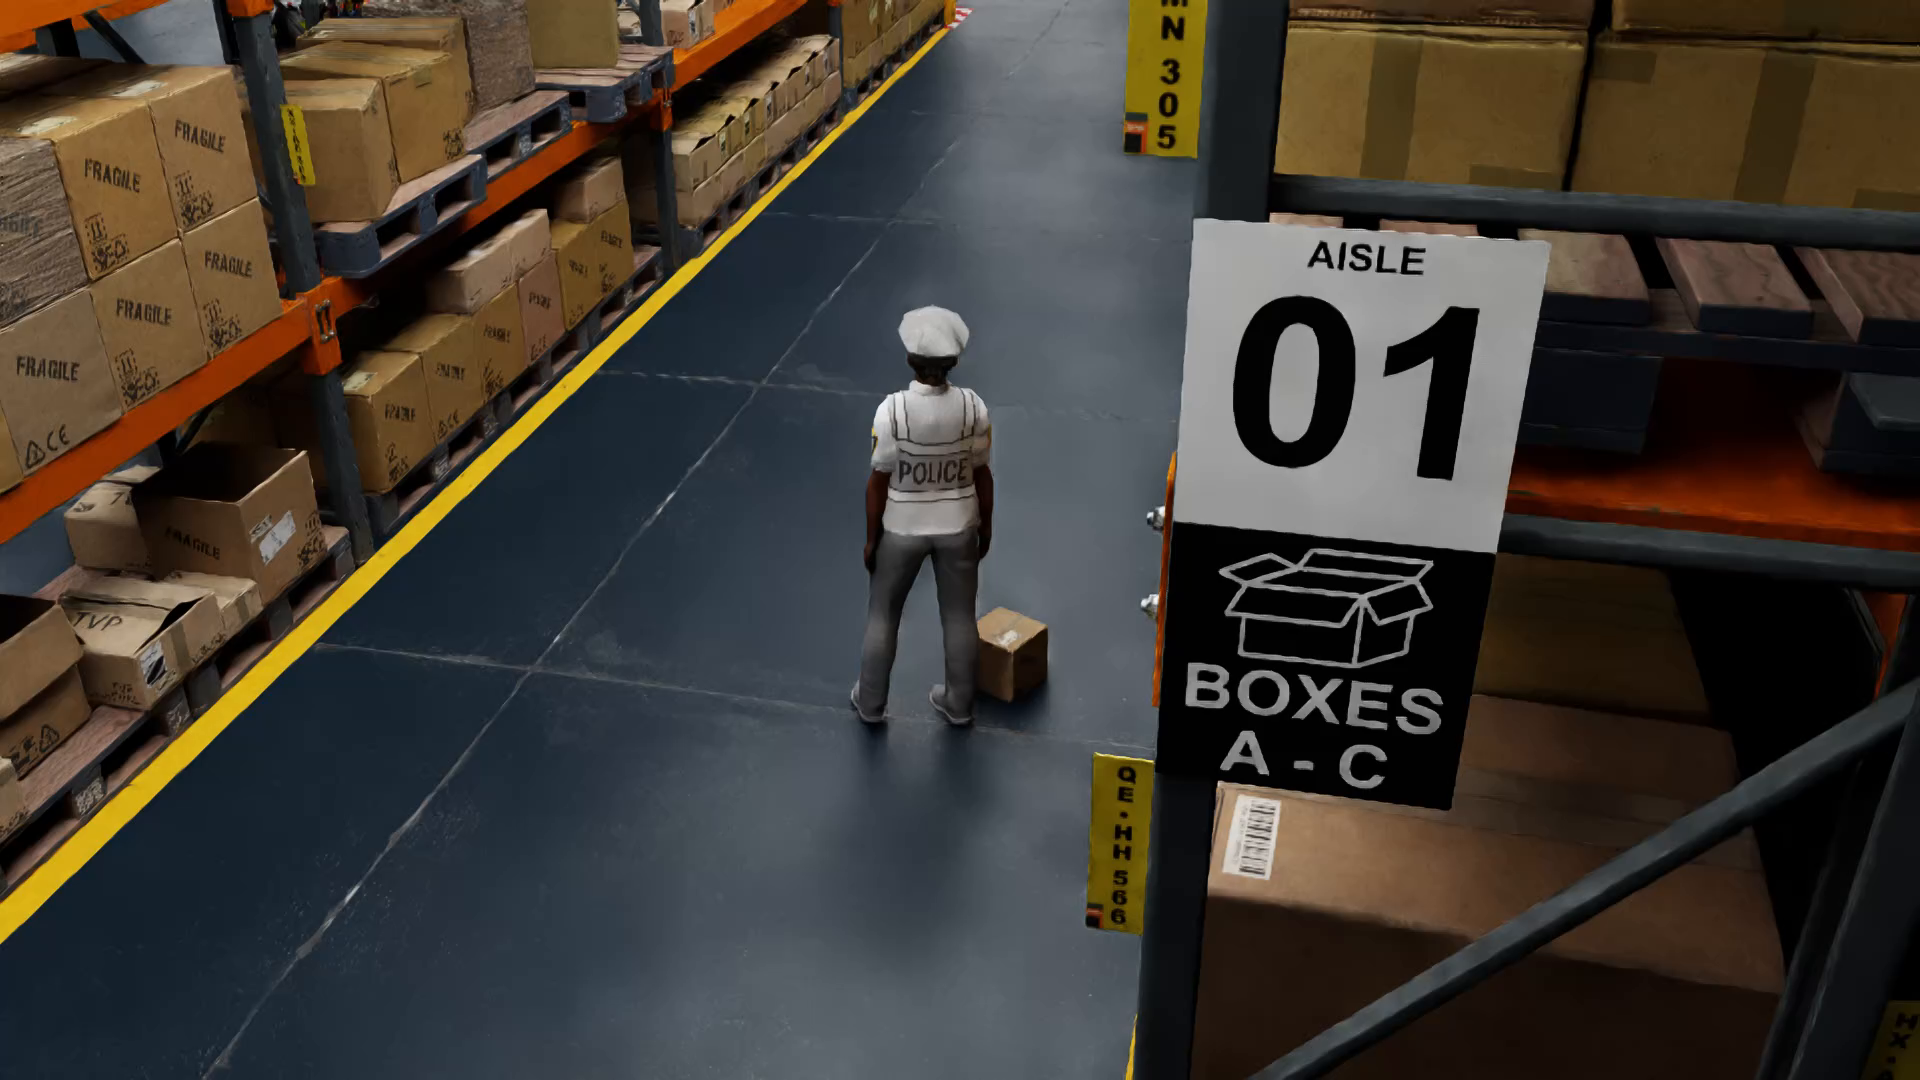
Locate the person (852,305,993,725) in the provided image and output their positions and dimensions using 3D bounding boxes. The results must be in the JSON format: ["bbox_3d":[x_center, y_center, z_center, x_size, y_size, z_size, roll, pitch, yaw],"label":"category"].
[{"bbox_3d":[-0.150,-0.056,6.200,0.535,1.705,0.404,-5,29,-9],"label":"person"}]
